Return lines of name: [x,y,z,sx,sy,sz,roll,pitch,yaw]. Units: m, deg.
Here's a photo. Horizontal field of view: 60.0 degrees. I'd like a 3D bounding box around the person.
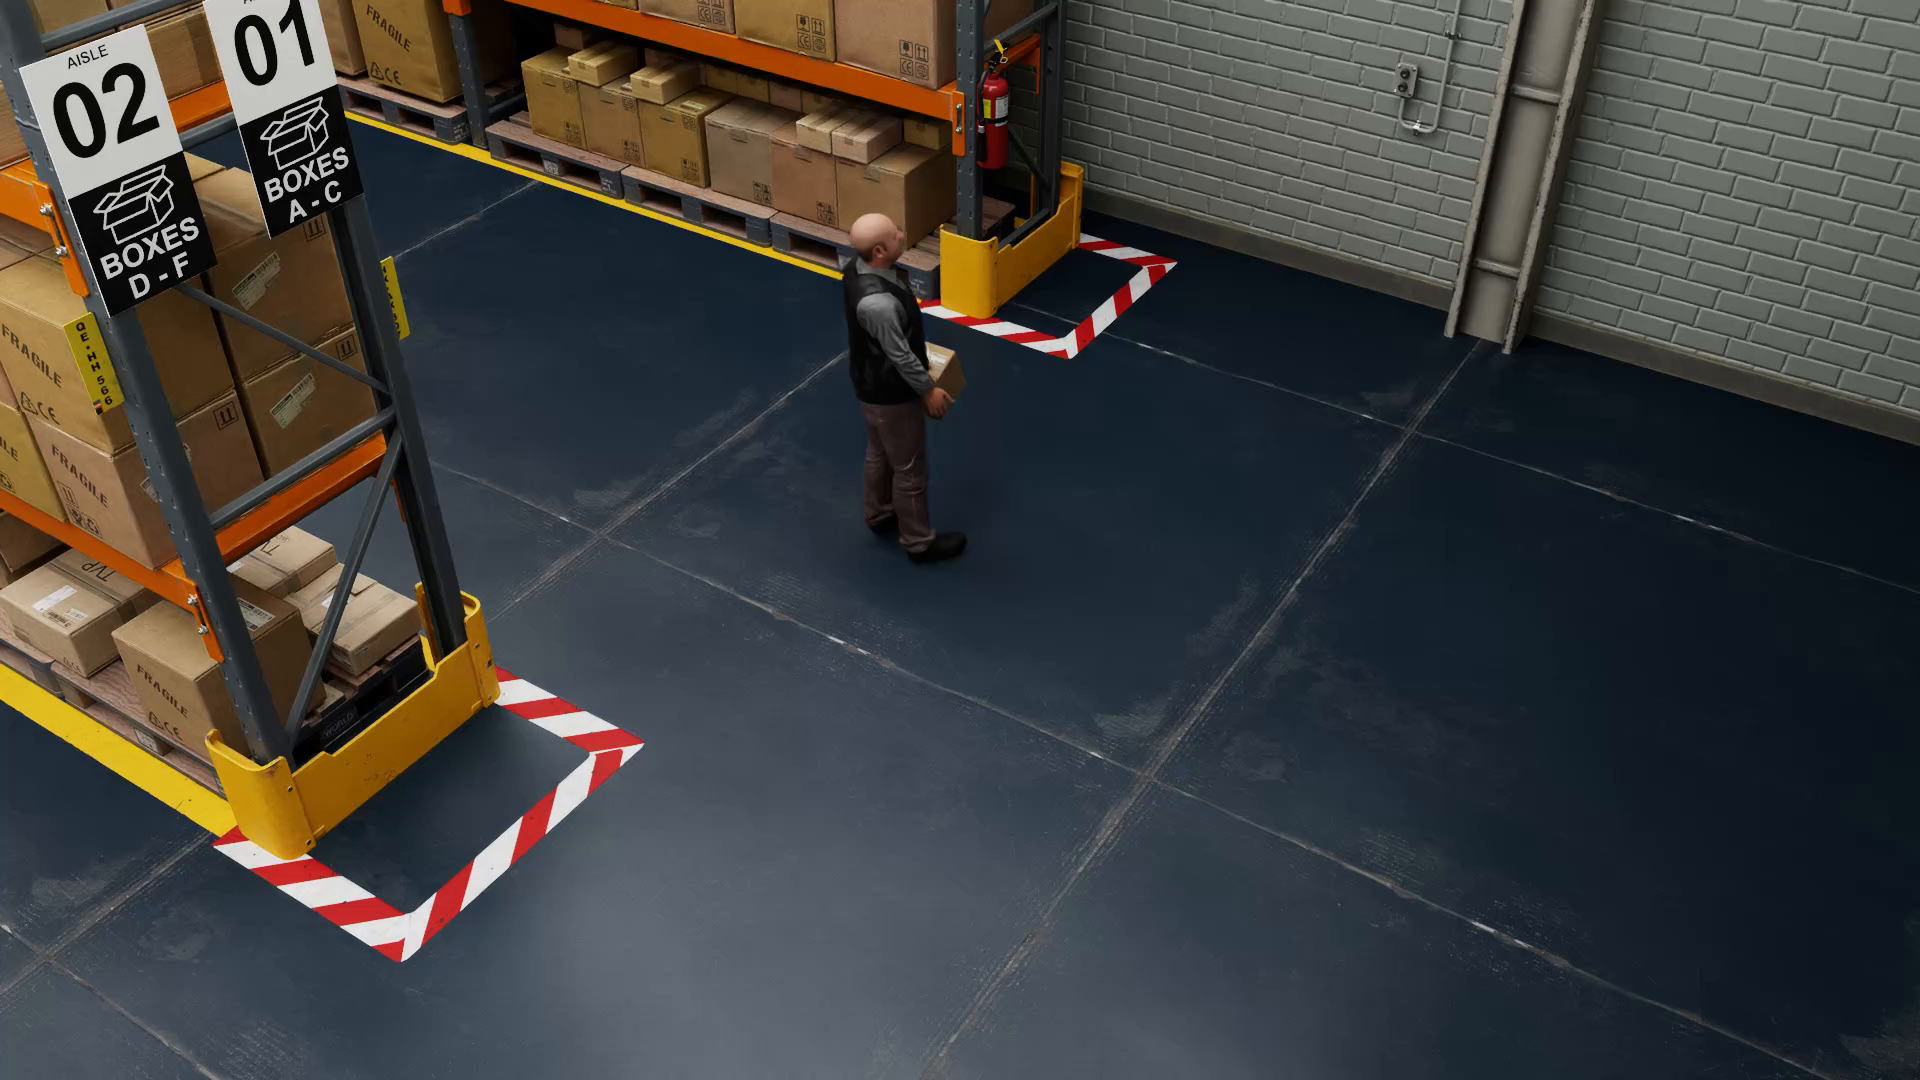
person: [-0.248,-0.706,7.574,0.516,1.728,0.534,-7,39,-9]
